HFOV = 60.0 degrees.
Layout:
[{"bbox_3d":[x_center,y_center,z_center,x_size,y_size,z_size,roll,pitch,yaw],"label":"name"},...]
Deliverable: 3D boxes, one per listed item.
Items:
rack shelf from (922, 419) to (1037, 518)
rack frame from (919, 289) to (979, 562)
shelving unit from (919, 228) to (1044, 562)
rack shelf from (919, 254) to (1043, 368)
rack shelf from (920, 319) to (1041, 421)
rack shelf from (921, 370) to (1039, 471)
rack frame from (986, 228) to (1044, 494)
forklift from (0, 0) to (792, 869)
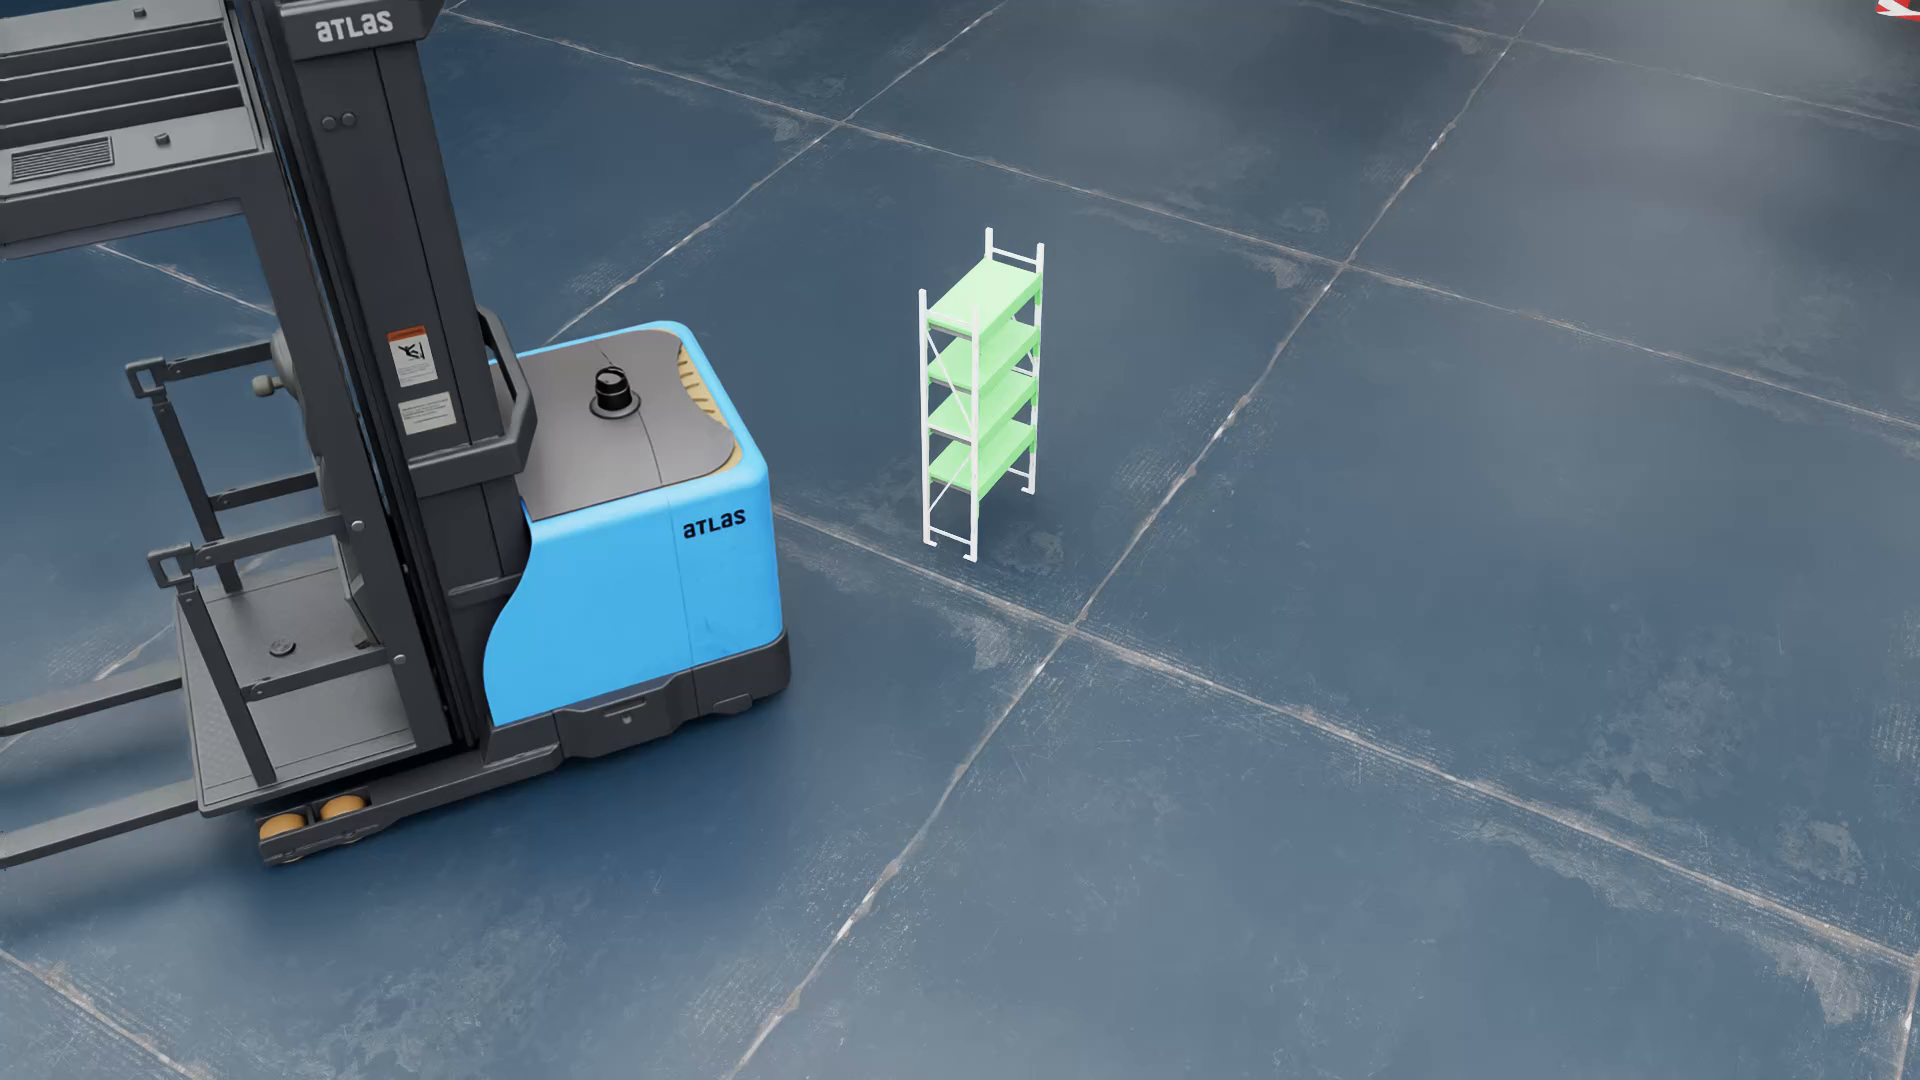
[{"bbox_3d":[0.083,-0.317,6.662,0.258,0.148,0.480,21,45,22],"label":"rack shelf"},{"bbox_3d":[-0.039,-0.405,6.302,0.240,1.200,0.015,21,45,22],"label":"rack frame"},{"bbox_3d":[0.083,-0.545,6.461,0.258,1.200,0.503,21,45,22],"label":"shelving unit"},{"bbox_3d":[0.083,-0.857,6.186,0.258,0.148,0.480,21,45,22],"label":"rack shelf"},{"bbox_3d":[0.083,-0.677,6.345,0.258,0.148,0.480,21,45,22],"label":"rack shelf"},{"bbox_3d":[0.083,-0.497,6.503,0.258,0.148,0.480,21,45,22],"label":"rack shelf"},{"bbox_3d":[0.205,-0.685,6.620,0.240,1.200,0.015,21,45,22],"label":"rack frame"},{"bbox_3d":[-2.179,-0.427,5.017,3.031,2.935,1.130,-16,44,-18],"label":"forklift"}]
